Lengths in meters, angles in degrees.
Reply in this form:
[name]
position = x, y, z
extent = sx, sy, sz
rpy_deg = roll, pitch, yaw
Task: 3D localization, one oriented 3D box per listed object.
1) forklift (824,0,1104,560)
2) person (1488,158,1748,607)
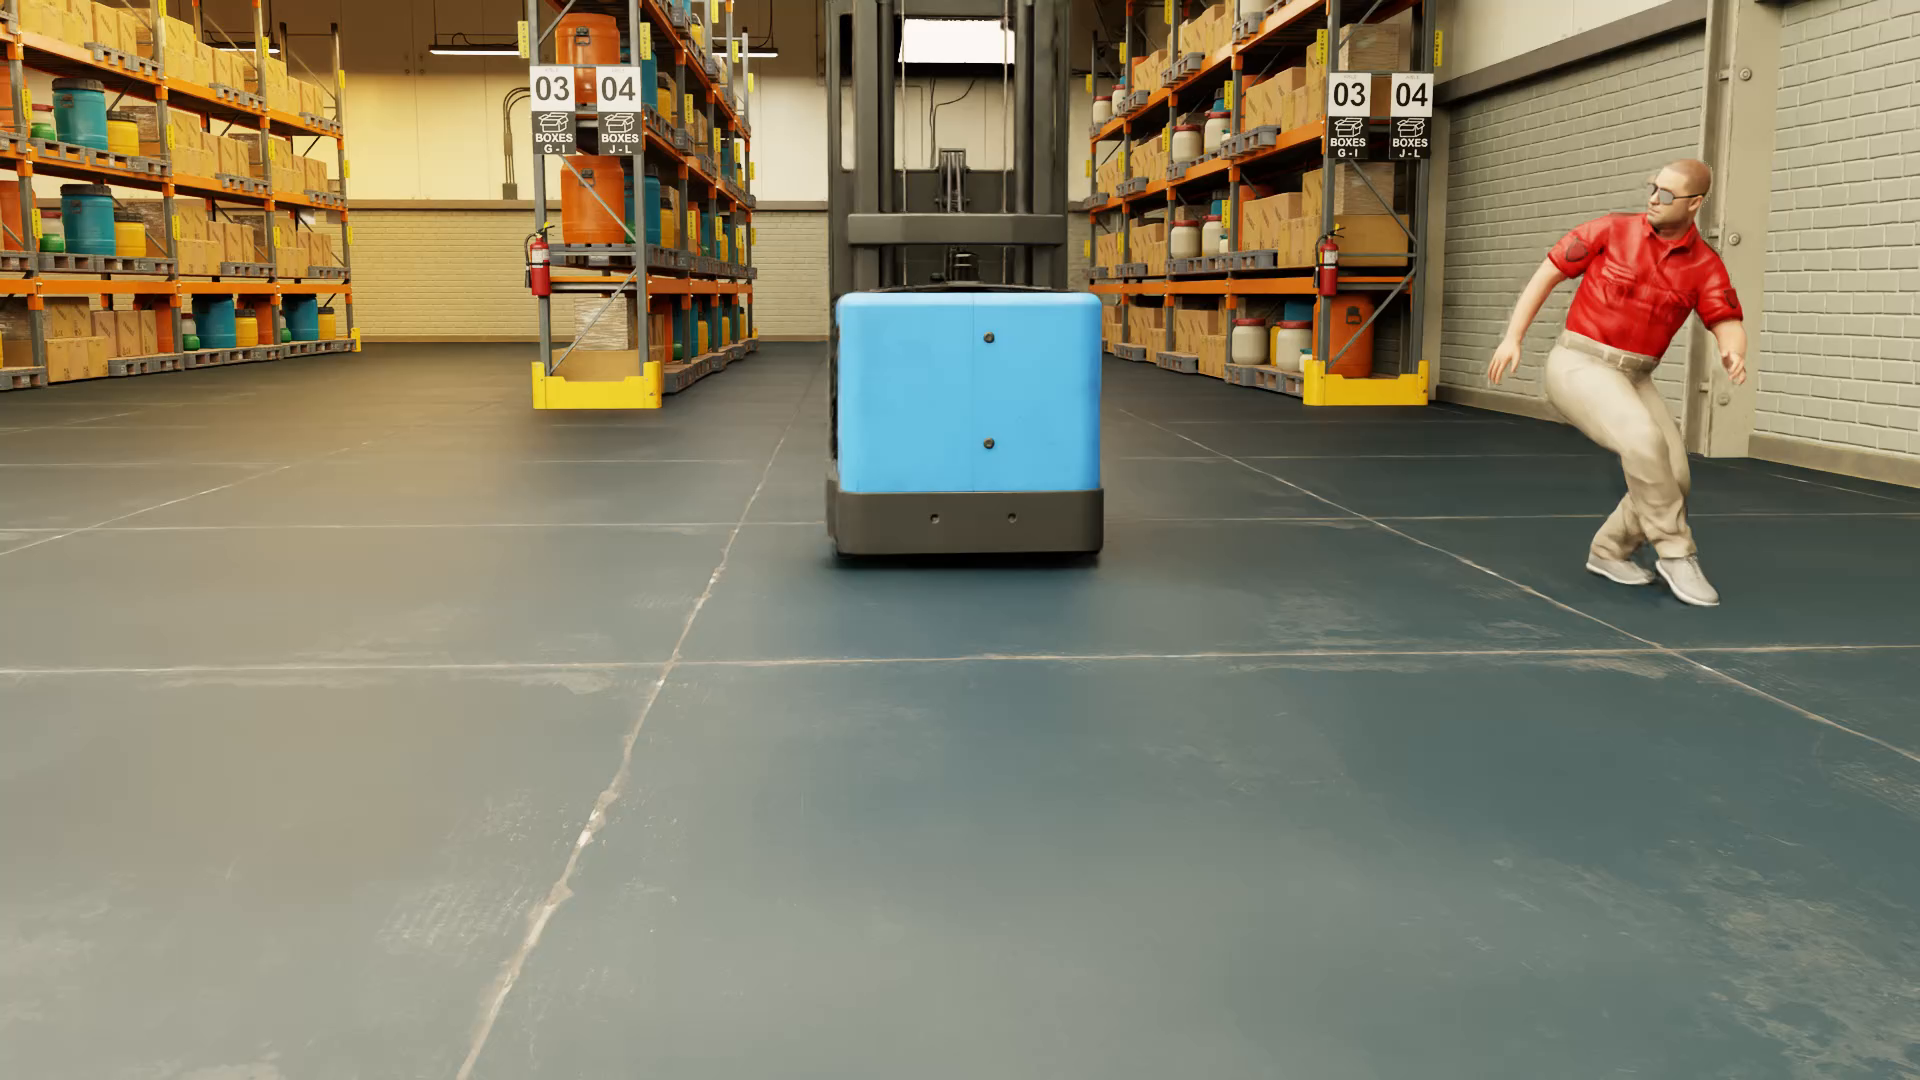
[forklift]
position = -0.077, -1.549, 7.763
extent = 1.130, 2.935, 3.031
rpy_deg = -1, 8, -5
[person]
position = 2.435, -0.576, 5.975
extent = 0.774, 1.560, 0.797
rpy_deg = -2, 9, -13
